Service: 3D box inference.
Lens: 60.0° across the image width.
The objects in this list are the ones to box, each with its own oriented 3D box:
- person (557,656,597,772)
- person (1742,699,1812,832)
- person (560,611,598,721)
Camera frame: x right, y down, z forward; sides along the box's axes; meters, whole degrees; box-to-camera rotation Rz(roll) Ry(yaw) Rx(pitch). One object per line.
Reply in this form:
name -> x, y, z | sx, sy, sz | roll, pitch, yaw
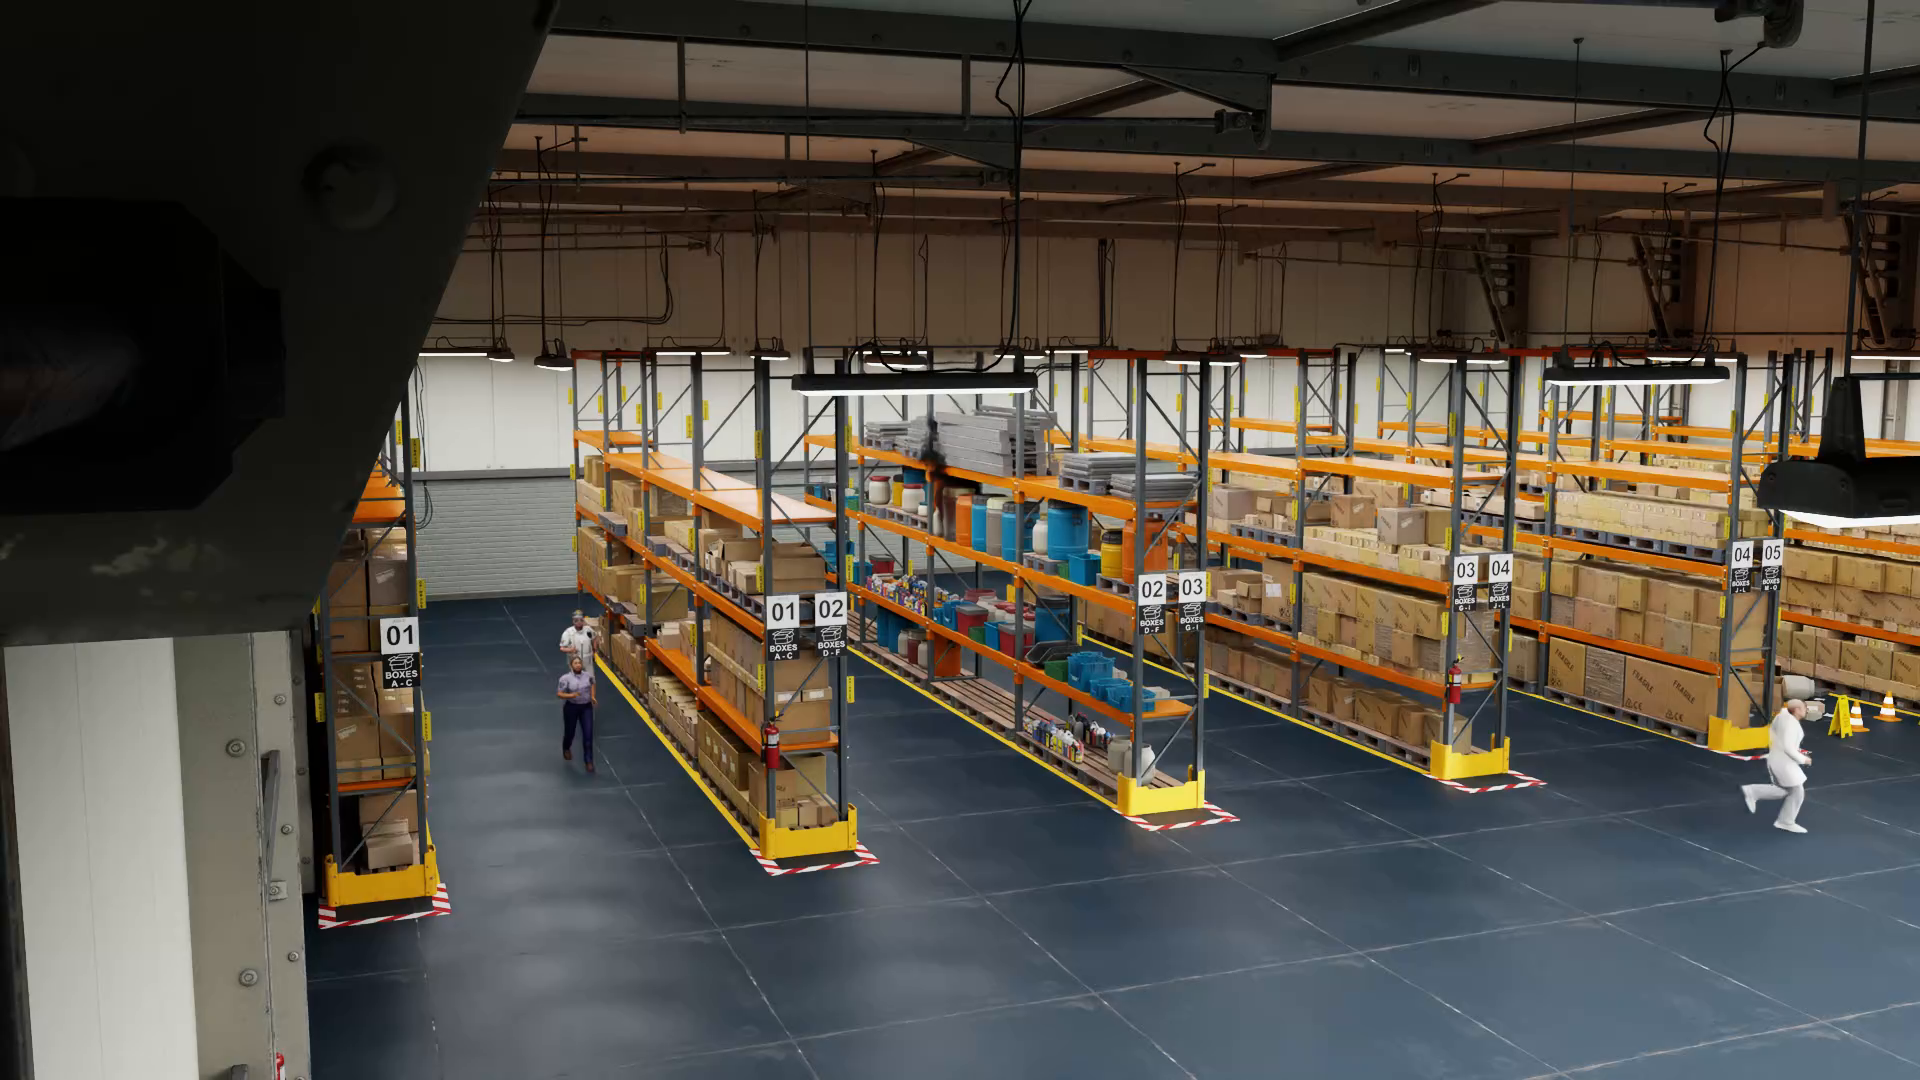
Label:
person -> -5.566, 2.493, 24.239 | 0.607, 1.632, 0.941 | -4, 8, -26
person -> 10.419, 2.916, 21.195 | 0.775, 1.654, 0.738 | 1, 7, 12
person -> -6.252, 2.073, 27.372 | 0.640, 1.847, 0.795 | -2, 8, -19
